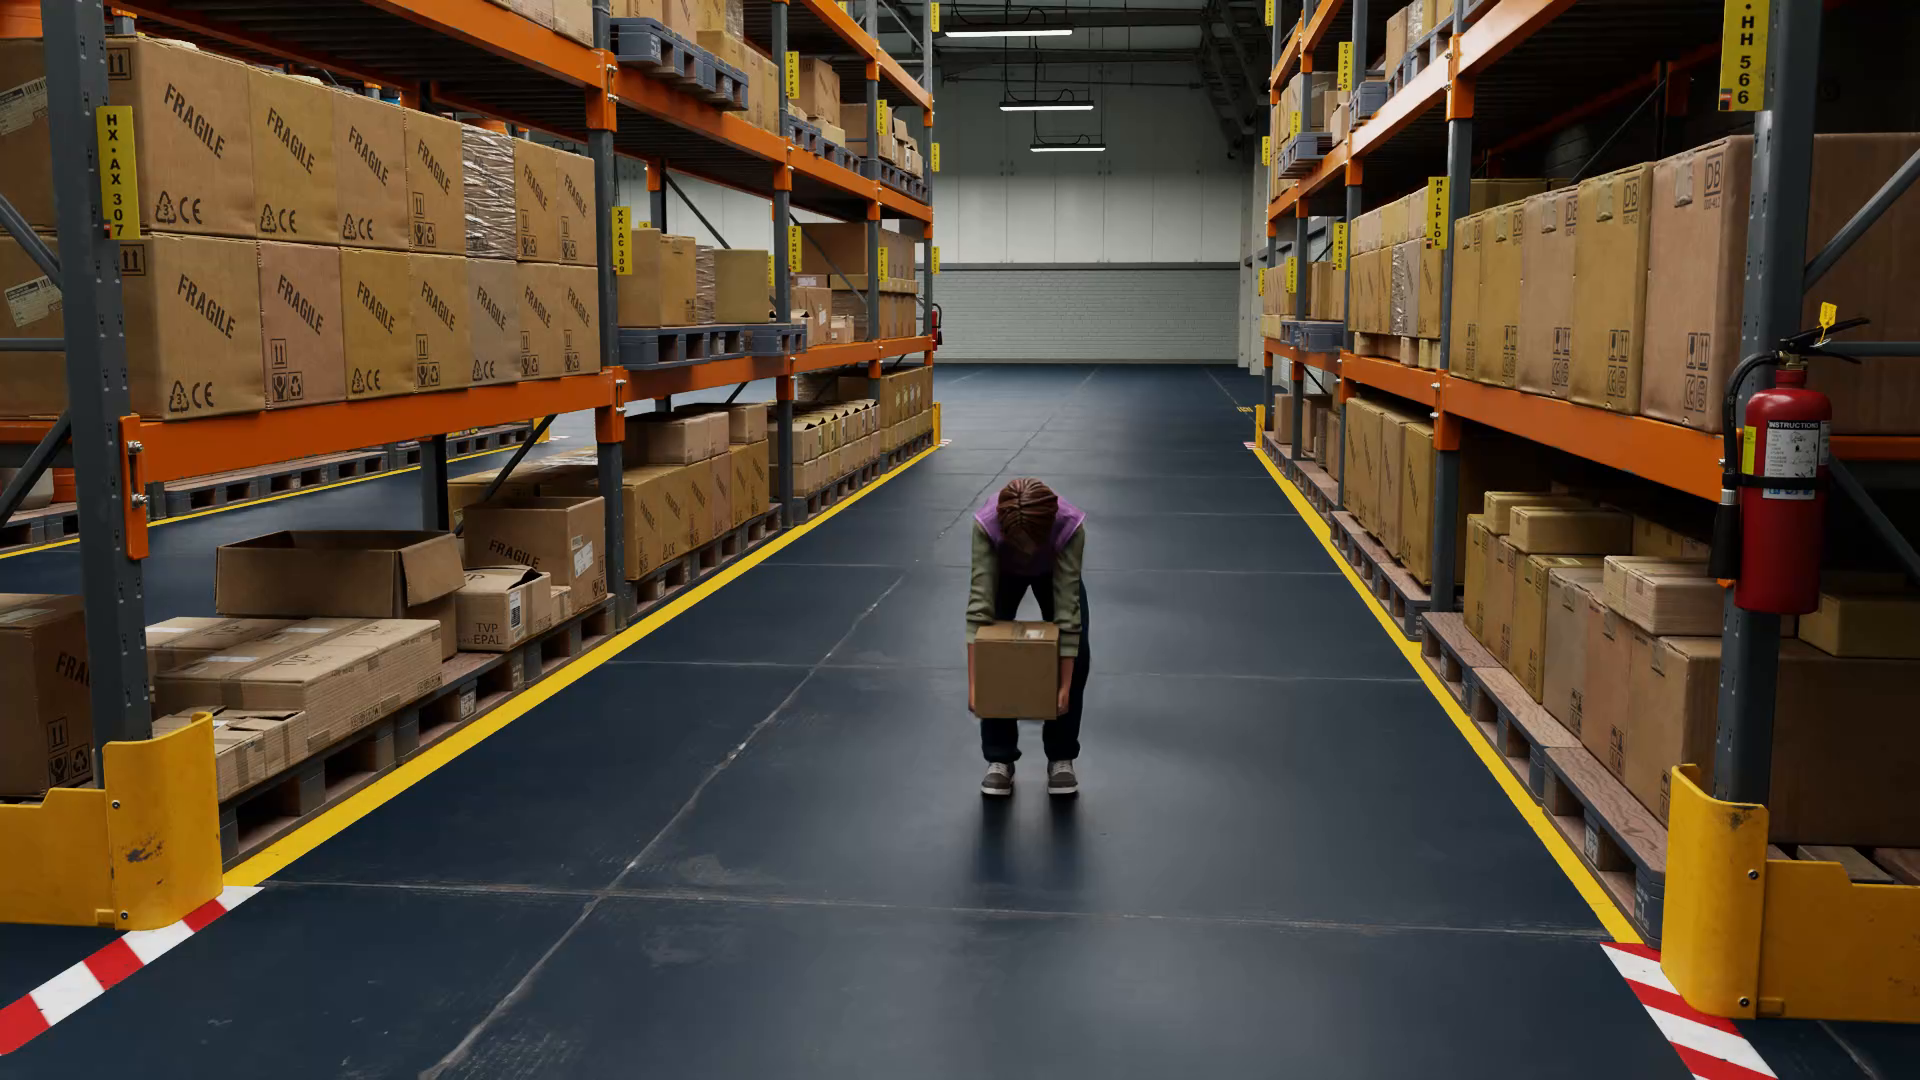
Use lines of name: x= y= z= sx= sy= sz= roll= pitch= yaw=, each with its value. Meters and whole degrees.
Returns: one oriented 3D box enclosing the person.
person: x=0.221 y=0.318 z=5.381 sx=0.402 sy=1.094 sz=0.846 roll=1 pitch=8 yaw=4
